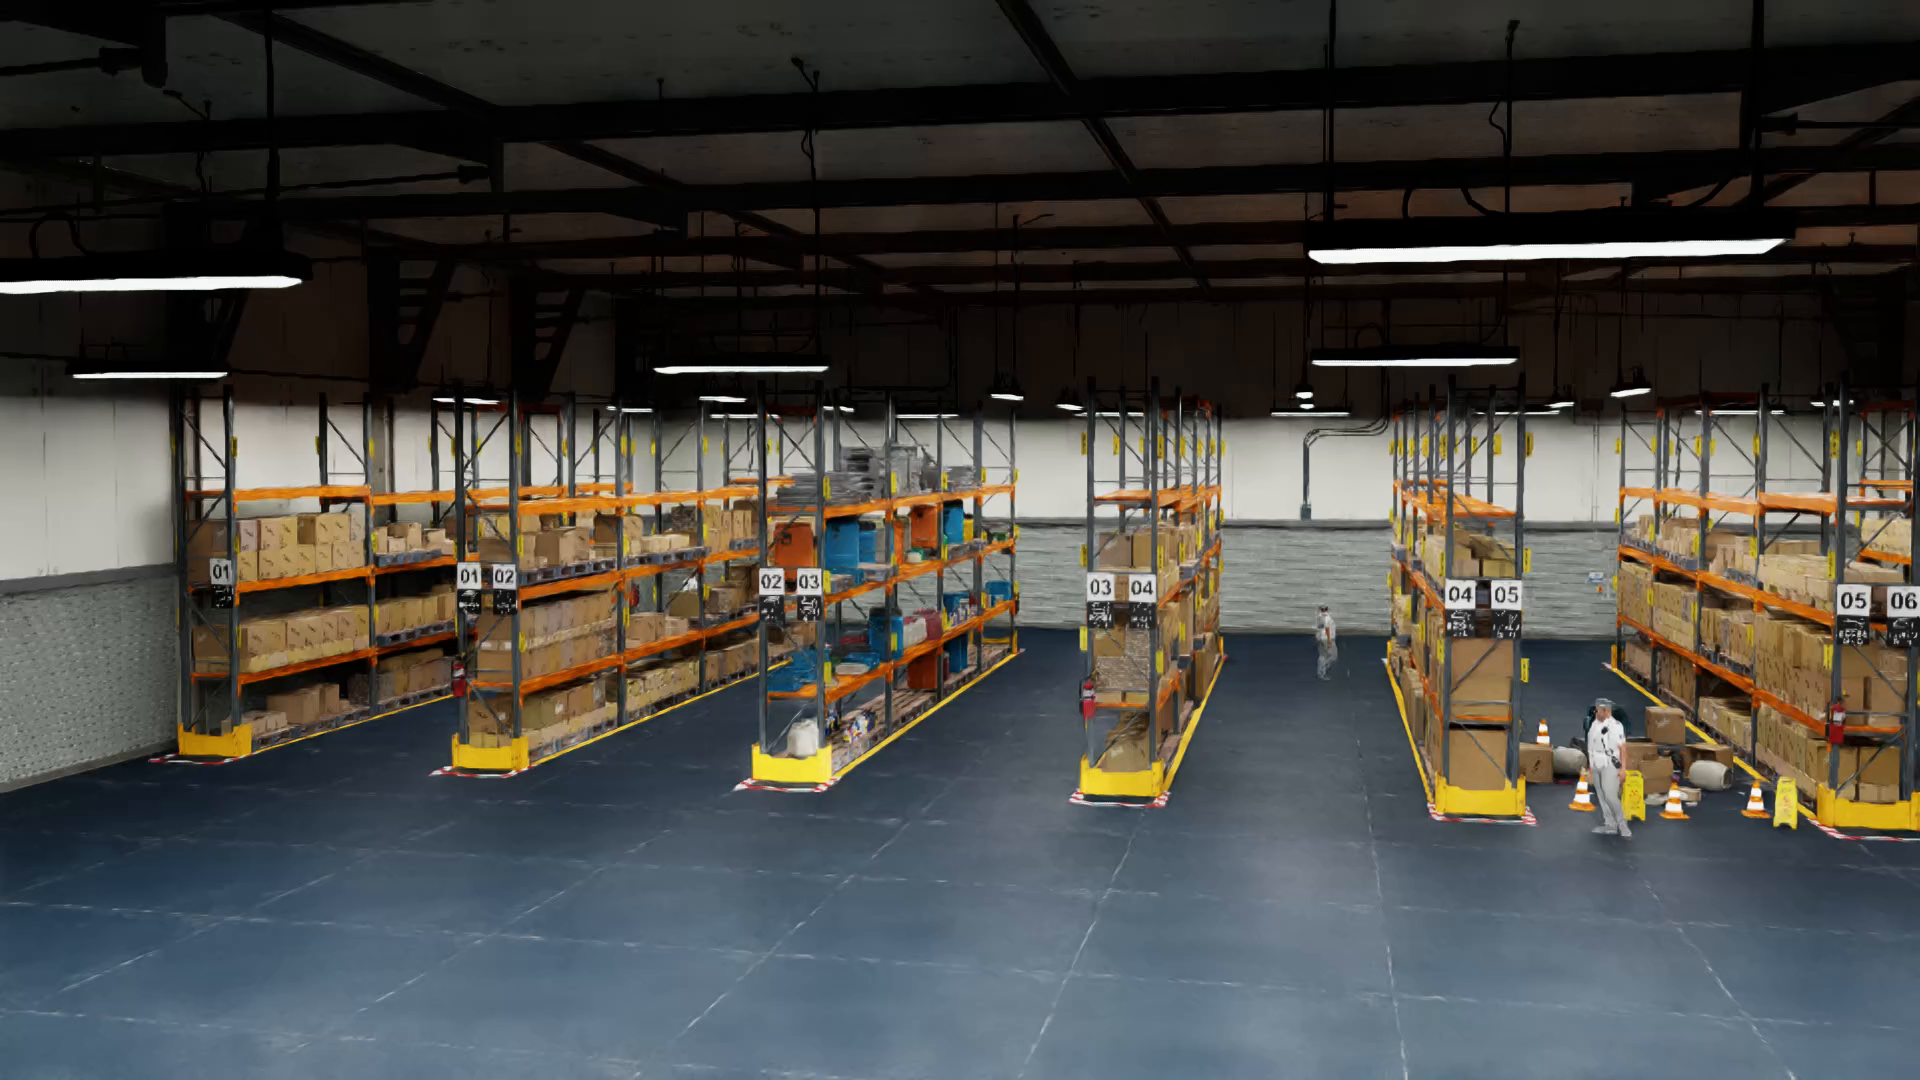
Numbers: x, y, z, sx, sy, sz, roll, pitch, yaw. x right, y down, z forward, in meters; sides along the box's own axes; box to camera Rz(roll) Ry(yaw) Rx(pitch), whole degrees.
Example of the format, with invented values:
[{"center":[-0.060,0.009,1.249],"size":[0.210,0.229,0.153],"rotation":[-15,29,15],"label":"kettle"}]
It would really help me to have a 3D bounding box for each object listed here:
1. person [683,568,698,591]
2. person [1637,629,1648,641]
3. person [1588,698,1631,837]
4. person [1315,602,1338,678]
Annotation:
[{"center":[-7.542,1.599,46.063],"size":[0.657,1.671,0.451],"rotation":[-2,4,-35],"label":"person"},{"center":[16.754,1.864,40.868],"size":[0.501,1.727,0.638],"rotation":[-1,4,-24],"label":"person"},{"center":[8.365,2.920,21.432],"size":[0.442,1.744,0.659],"rotation":[-1,3,-19],"label":"person"},{"center":[7.867,2.169,35.865],"size":[0.441,1.655,0.538],"rotation":[-1,3,-15],"label":"person"}]
